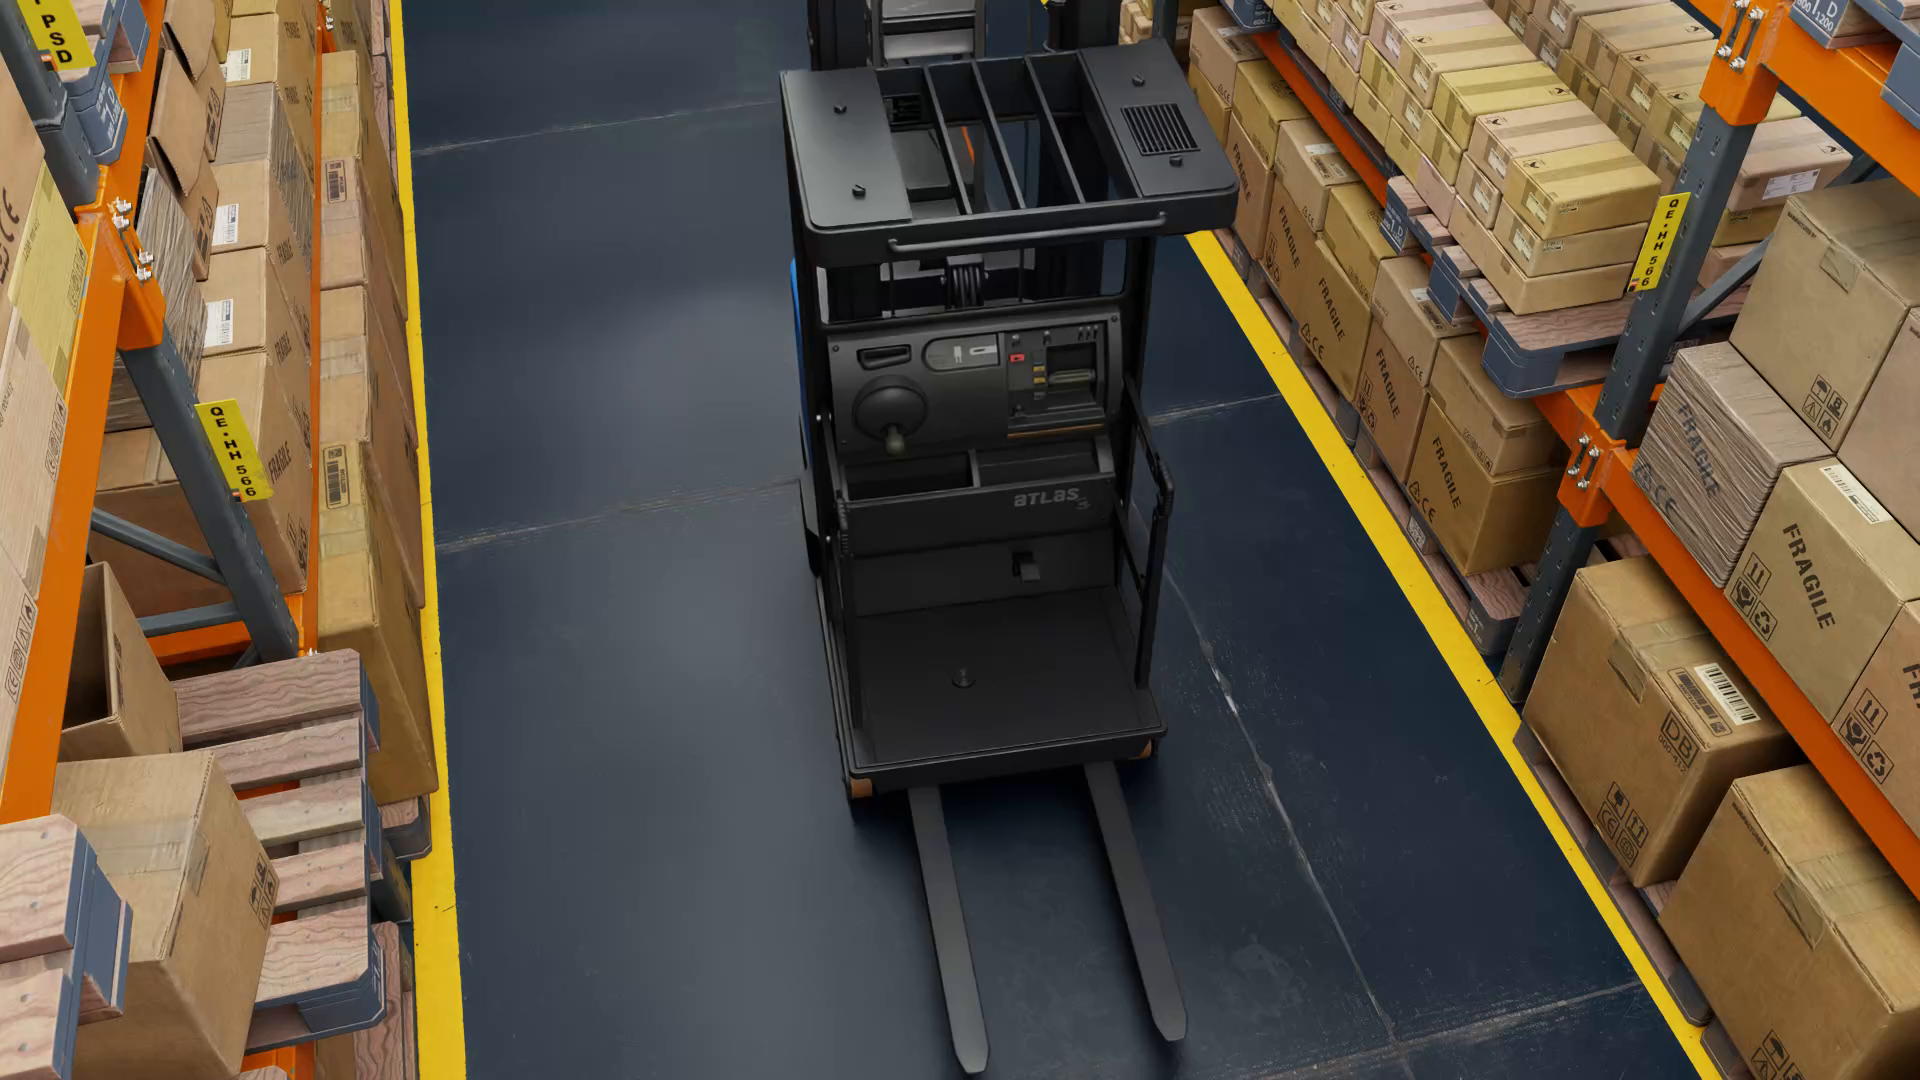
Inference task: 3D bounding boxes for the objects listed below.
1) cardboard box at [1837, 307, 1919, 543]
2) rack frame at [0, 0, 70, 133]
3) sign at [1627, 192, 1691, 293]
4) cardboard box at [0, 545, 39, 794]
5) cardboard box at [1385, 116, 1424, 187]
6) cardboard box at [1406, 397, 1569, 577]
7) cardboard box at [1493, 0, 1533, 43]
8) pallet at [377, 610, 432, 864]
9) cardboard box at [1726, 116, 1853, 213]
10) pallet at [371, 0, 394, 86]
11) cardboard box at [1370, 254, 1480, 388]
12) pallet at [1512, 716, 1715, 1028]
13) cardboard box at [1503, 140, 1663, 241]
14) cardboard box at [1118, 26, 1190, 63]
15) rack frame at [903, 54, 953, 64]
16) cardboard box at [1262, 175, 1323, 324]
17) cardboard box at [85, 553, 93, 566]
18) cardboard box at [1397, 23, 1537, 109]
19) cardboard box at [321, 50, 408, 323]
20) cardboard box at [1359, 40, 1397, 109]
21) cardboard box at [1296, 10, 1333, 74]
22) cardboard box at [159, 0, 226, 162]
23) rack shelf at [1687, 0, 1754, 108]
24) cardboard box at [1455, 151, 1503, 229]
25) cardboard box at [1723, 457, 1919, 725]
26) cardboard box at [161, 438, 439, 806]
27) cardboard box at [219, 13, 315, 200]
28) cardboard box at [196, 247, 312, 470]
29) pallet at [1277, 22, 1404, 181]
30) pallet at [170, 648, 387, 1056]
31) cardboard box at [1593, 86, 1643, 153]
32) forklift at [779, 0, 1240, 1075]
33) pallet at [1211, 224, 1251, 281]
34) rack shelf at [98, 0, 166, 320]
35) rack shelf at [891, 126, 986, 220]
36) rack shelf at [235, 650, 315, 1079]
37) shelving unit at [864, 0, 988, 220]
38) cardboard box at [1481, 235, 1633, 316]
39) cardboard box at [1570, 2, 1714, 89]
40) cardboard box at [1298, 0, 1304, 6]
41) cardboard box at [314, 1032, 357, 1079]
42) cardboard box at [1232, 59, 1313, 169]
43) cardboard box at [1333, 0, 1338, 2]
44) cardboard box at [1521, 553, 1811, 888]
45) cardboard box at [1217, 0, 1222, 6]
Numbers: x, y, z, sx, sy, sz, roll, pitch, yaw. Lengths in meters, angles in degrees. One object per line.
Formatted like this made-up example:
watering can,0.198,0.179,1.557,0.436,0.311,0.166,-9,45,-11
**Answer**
cardboard box,2.743,-0.295,4.168,0.700,0.500,0.500,-11,47,-11
rack frame,-2.314,-1.833,2.246,1.000,3.000,0.127,-11,47,-10
sign,1.984,-0.842,4.720,0.100,0.325,0.005,-11,47,-10
cardboard box,-1.689,0.240,2.419,0.500,0.250,0.500,-9,46,-9
cardboard box,1.748,-1.408,5.911,0.380,0.149,0.250,-11,47,-11
cardboard box,2.085,-0.249,6.350,0.500,0.500,0.500,-11,47,-11
cardboard box,2.246,-1.993,6.276,0.380,0.149,0.250,-11,47,-11
pallet,-2.443,0.685,5.931,1.003,0.211,1.213,-11,47,-10
cardboard box,2.574,-1.195,5.286,0.380,0.149,0.250,-11,47,-10
pallet,-3.773,-2.902,9.446,1.003,0.211,1.213,-11,47,-10
cardboard box,1.938,-0.876,6.439,0.500,0.250,0.500,-10,46,-10
pallet,2.636,0.964,5.658,1.003,0.211,1.213,-11,47,-10
cardboard box,1.938,-1.092,5.185,0.380,0.149,0.250,-12,47,-12
cardboard box,1.053,-2.690,8.988,0.380,0.149,0.250,-10,46,-10
rack frame,-0.193,-1.539,6.788,0.400,2.100,0.015,-7,46,-7
cardboard box,1.700,-1.321,7.401,0.500,0.500,0.500,-10,46,-10
cardboard box,-2.680,-0.064,4.642,0.500,0.500,0.500,-9,46,-9
cardboard box,1.737,-1.630,5.713,0.380,0.149,0.250,-9,46,-9
cardboard box,-3.155,-1.460,7.274,1.225,0.875,0.875,-11,47,-10
cardboard box,1.675,-1.702,5.991,0.380,0.149,0.250,-11,47,-11
cardboard box,1.540,-1.960,6.452,0.380,0.149,0.250,-13,47,-12
cardboard box,-2.828,-1.539,5.386,0.797,0.503,0.637,-9,46,-9
rack shelf,1.995,-2.749,5.748,1.077,0.370,4.000,-11,47,-10
cardboard box,1.870,-1.175,5.475,0.380,0.149,0.250,-9,46,-9
cardboard box,2.493,0.105,4.477,0.500,0.500,0.500,-11,47,-11
cardboard box,-2.470,0.383,5.468,1.225,0.875,0.875,-13,47,-12
cardboard box,-2.694,-1.555,6.103,0.500,0.500,0.500,-11,47,-11
cardboard box,-2.310,-0.509,5.079,0.500,0.500,0.500,-12,47,-11
pallet,1.960,-1.862,6.609,1.003,0.211,1.213,-11,47,-10
pallet,-2.029,0.806,3.994,1.213,0.211,1.003,-11,47,-10
cardboard box,2.434,-1.474,5.768,0.380,0.149,0.250,-12,47,-12
forklift,0.092,-0.403,5.093,1.130,2.935,3.031,-7,46,-7
pallet,1.683,-1.819,8.385,1.003,0.211,1.213,-11,47,-10
rack shelf,-2.826,-1.912,4.927,1.077,0.370,4.000,-11,47,-10
rack shelf,-0.152,-1.358,6.630,0.431,0.518,0.480,-7,46,-7
rack shelf,-1.802,1.899,3.292,1.077,0.370,4.000,-11,47,-10
shelving unit,-0.152,-1.367,6.620,0.431,2.100,0.503,-7,46,-7
cardboard box,1.936,-0.886,5.400,0.380,0.149,0.250,-10,46,-10
cardboard box,2.378,-1.730,5.811,0.380,0.149,0.250,-13,47,-12
cardboard box,1.480,-2.234,6.513,0.380,0.149,0.250,-11,47,-11
cardboard box,-2.123,1.447,4.674,0.700,0.500,0.500,-13,47,-12
cardboard box,1.555,-1.941,7.483,0.500,0.250,0.500,-10,46,-9
cardboard box,1.543,-2.165,6.237,0.380,0.149,0.250,-9,46,-9
cardboard box,2.576,0.507,5.434,1.050,0.750,0.750,-11,47,-11
cardboard box,1.548,-3.052,9.135,0.380,0.149,0.250,-10,46,-10
